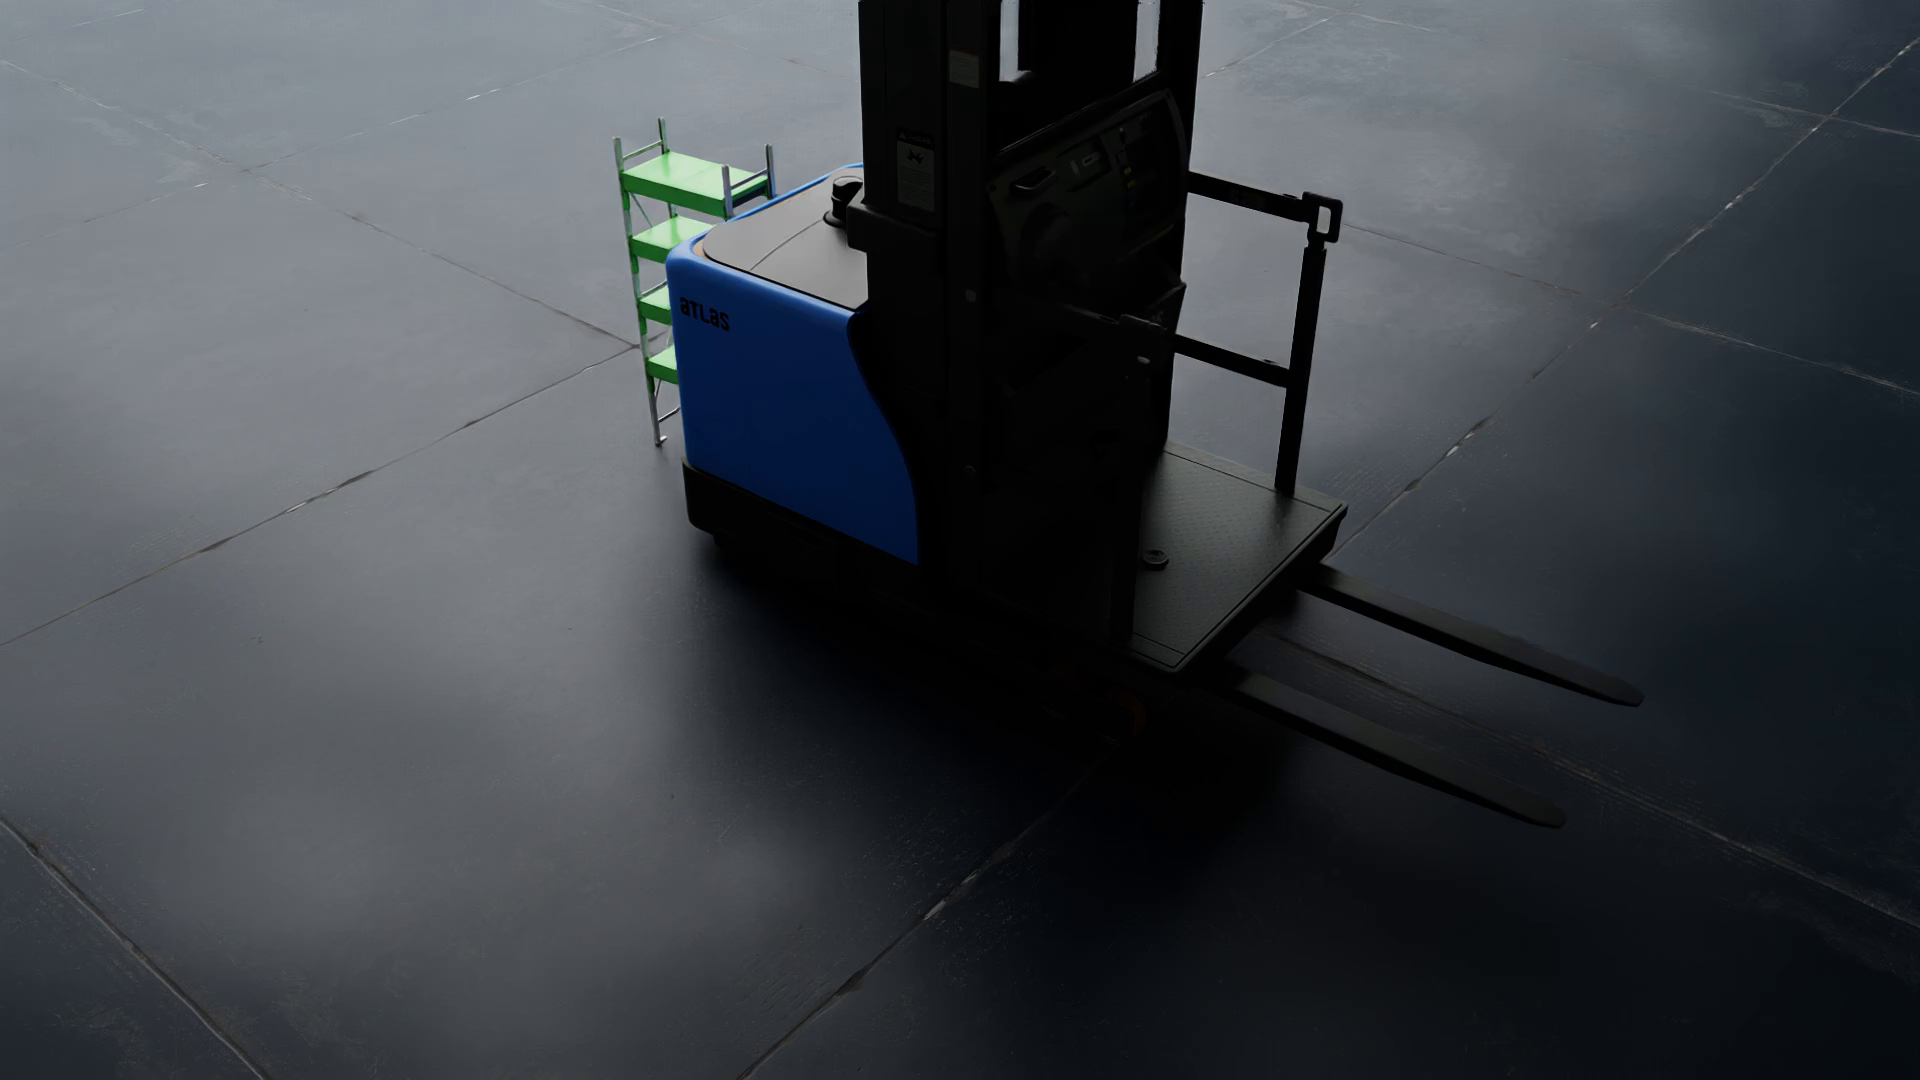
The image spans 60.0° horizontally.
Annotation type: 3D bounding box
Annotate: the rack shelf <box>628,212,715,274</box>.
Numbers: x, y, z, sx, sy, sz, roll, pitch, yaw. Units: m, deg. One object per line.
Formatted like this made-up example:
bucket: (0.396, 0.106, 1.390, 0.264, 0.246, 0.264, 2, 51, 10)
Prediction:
rack shelf: (-0.896, -0.991, 5.832, 0.480, 0.148, 0.258, 20, 39, 29)

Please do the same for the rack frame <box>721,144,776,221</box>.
rack frame: (-0.692, -0.770, 5.813, 0.015, 1.200, 0.240, 20, 39, 29)

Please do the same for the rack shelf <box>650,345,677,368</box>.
rack shelf: (-0.889, -0.637, 6.070, 0.457, 0.021, 0.221, 20, 39, 29)

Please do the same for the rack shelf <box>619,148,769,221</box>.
rack shelf: (-0.900, -1.190, 5.699, 0.480, 0.148, 0.258, 20, 39, 29)

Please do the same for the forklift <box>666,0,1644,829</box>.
forklift: (0.540, -0.947, 4.560, 3.031, 2.935, 1.130, 23, 41, 30)

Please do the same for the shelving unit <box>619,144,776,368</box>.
shelving unit: (-0.888, -0.843, 5.928, 0.492, 1.200, 0.258, 20, 39, 29)

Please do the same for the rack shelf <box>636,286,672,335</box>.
rack shelf: (-0.892, -0.792, 5.966, 0.480, 0.148, 0.258, 20, 39, 29)
